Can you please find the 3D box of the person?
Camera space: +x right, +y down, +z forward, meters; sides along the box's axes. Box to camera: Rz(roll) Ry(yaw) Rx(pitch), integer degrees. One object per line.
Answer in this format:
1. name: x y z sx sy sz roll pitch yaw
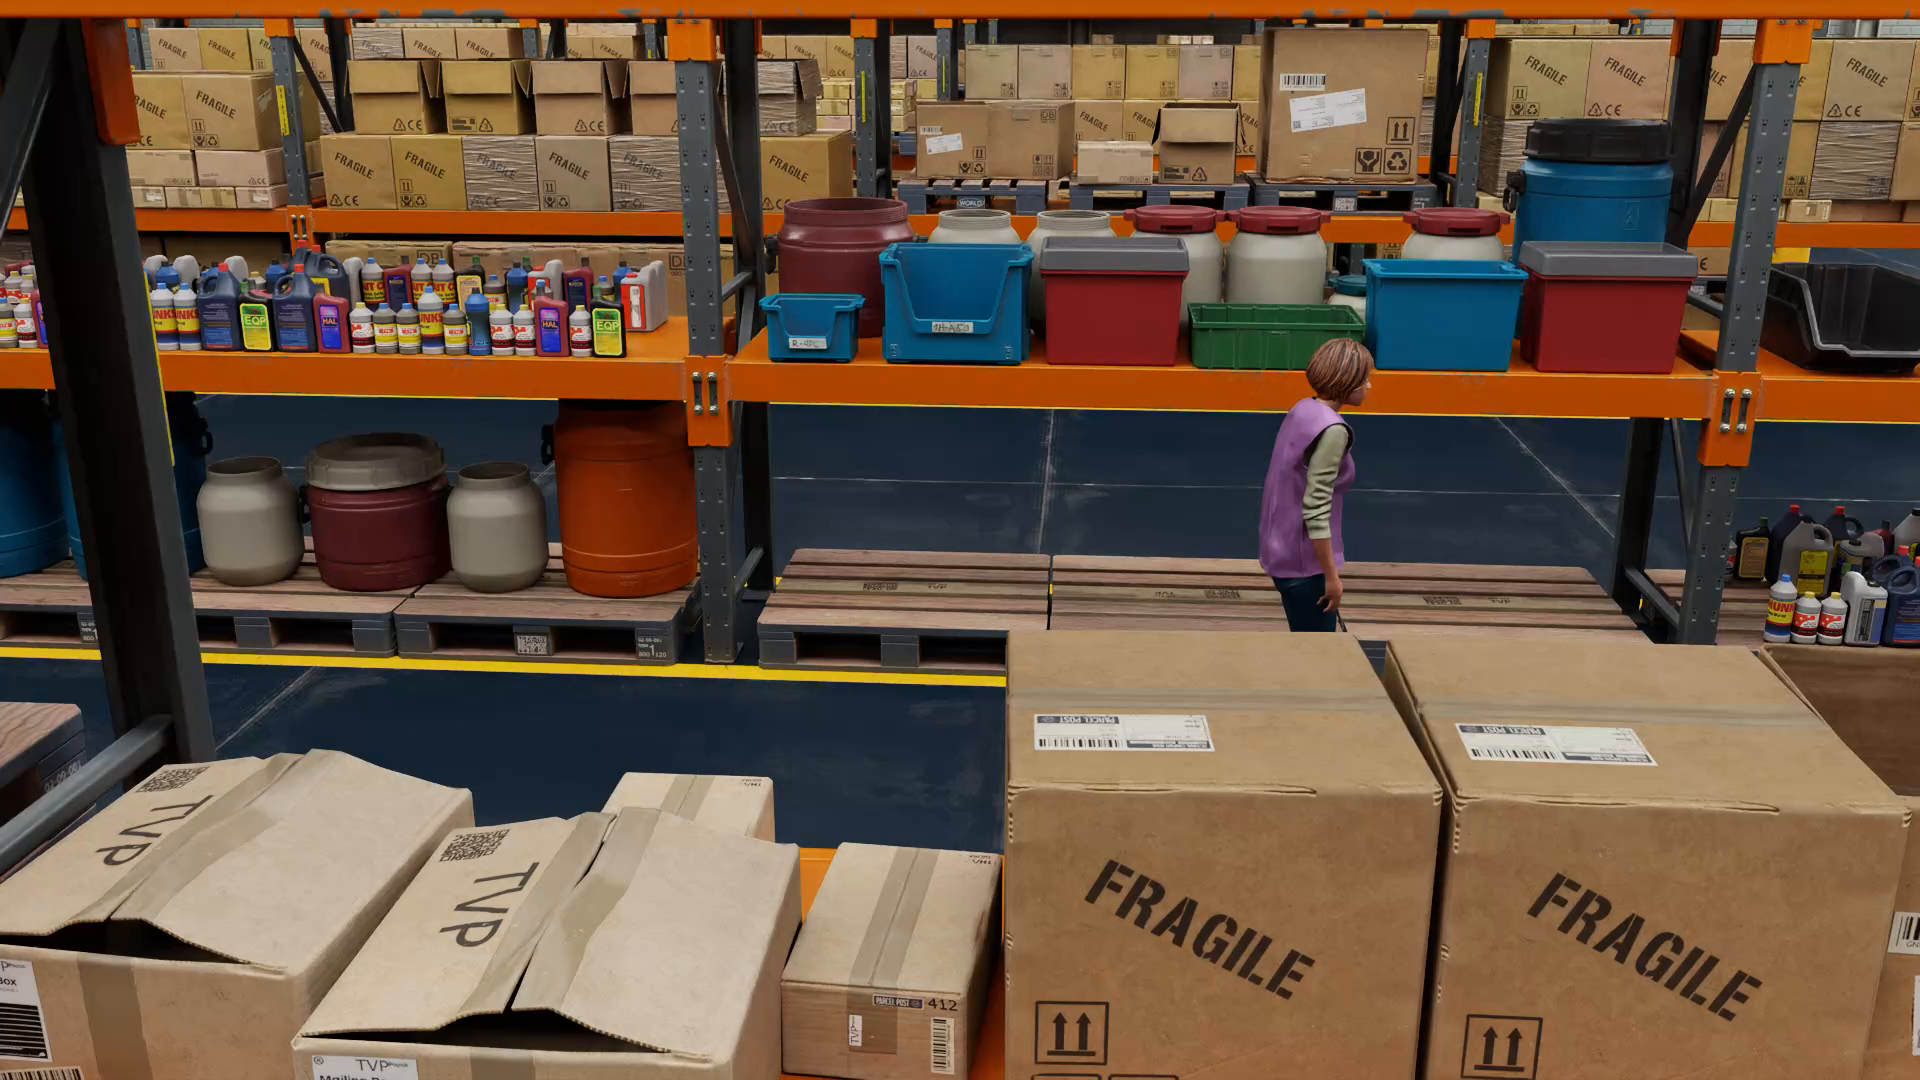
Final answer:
1. person: 1.219 0.090 5.788 0.343 1.593 0.485 0 18 1
